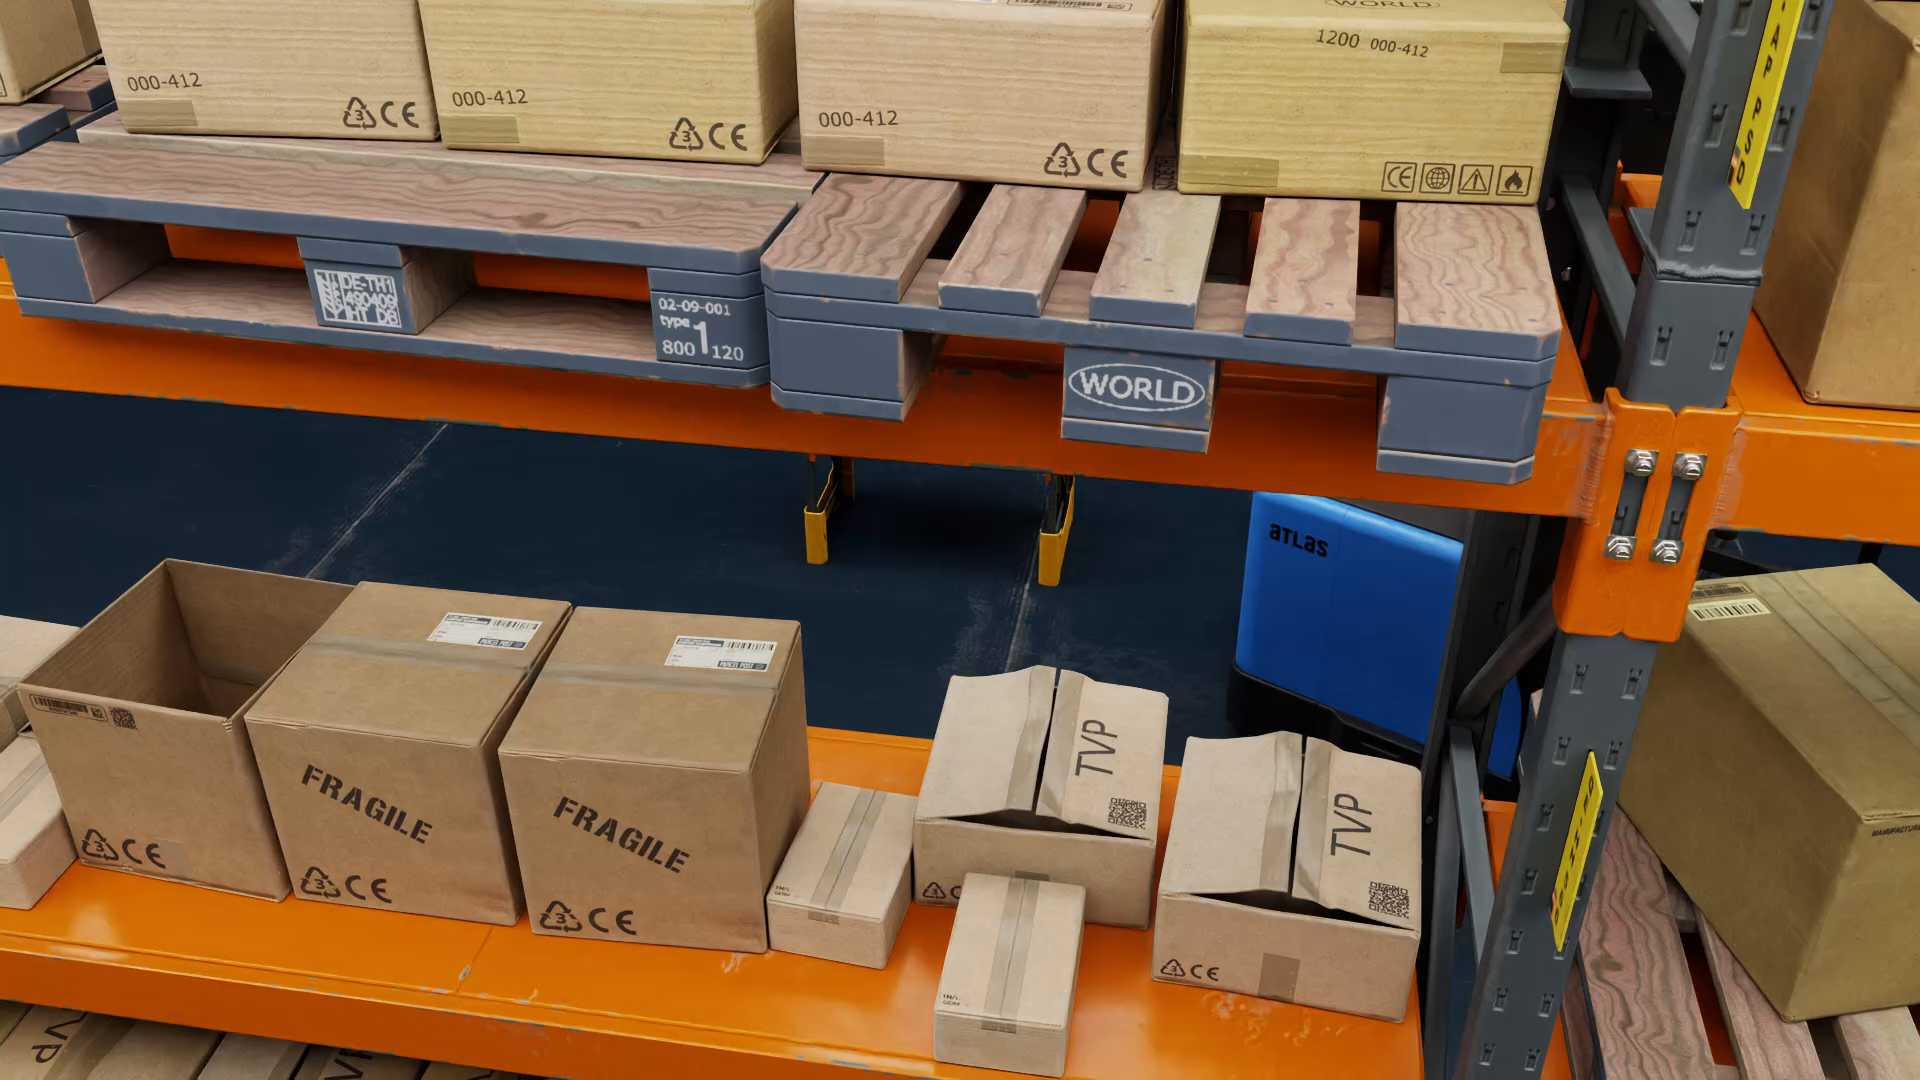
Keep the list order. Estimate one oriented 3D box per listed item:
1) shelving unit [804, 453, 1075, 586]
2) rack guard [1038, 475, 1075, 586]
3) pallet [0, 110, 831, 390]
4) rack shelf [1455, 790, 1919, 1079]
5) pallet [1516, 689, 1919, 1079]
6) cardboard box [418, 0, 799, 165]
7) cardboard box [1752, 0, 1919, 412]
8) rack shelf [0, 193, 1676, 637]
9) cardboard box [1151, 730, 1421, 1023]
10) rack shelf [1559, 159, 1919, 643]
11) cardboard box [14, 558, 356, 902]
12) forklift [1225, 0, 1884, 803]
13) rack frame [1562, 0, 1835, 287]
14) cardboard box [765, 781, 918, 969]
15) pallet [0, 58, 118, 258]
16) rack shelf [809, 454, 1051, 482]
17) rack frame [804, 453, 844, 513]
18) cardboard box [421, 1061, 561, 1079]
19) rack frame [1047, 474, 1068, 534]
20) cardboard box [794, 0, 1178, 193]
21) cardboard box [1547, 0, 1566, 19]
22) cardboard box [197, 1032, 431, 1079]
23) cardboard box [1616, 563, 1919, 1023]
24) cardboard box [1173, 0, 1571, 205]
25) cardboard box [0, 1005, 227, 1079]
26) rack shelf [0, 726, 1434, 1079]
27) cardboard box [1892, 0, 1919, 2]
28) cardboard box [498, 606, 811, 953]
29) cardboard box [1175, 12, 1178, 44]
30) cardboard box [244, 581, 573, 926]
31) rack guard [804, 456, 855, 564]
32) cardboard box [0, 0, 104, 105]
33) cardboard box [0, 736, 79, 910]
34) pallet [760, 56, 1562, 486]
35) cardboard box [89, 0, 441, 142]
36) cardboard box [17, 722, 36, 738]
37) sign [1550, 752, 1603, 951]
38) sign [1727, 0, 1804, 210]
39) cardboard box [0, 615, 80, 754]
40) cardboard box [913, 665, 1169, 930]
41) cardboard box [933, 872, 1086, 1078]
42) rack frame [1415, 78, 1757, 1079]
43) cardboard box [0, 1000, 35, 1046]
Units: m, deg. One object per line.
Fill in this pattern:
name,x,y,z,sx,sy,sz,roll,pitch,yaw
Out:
shelving unit,-0.075,-0.643,6.863,1.083,1.500,0.587,5,32,8
rack guard,0.416,-0.068,7.124,0.087,0.250,0.587,5,32,8
pallet,-0.750,-0.621,2.765,1.213,0.211,1.003,7,33,10
rack shelf,3.008,1.166,3.237,4.000,0.370,1.077,5,32,8
pallet,1.717,0.788,3.345,1.003,0.211,1.213,5,32,8
cardboard box,-0.502,-0.808,2.633,0.500,0.250,0.500,5,32,7
cardboard box,1.473,-0.610,2.475,0.500,0.500,0.910,5,32,8
rack shelf,-0.935,-0.462,3.012,4.000,0.370,1.077,5,32,8
cardboard box,0.686,0.665,3.444,0.500,0.311,0.500,7,33,11
rack shelf,3.008,-0.105,2.442,4.000,0.370,1.077,5,32,8
cardboard box,-1.632,0.408,3.677,0.500,0.500,0.500,7,33,12
forklift,2.462,-0.278,4.932,3.031,2.935,1.130,21,38,30
rack frame,1.037,-1.860,1.740,0.127,3.000,1.000,5,32,8
cardboard box,-0.230,0.705,3.533,0.250,0.149,0.380,8,33,12
pallet,-2.034,-0.793,3.042,1.217,0.209,0.805,4,32,6
rack shelf,-0.084,-0.491,6.960,1.000,0.185,0.538,5,32,8
rack frame,-0.585,-0.689,6.937,0.032,1.500,0.500,5,32,8
cardboard box,-1.025,1.379,3.886,0.500,0.311,0.500,6,33,10
rack frame,0.417,-0.598,6.792,0.032,1.500,0.500,5,32,8
cardboard box,0.060,-0.751,2.542,0.500,0.250,0.500,6,33,10
cardboard box,2.299,-2.225,6.877,0.500,0.250,0.500,6,33,9
cardboard box,-1.538,1.336,3.956,0.500,0.311,0.500,4,32,7
cardboard box,1.677,0.460,3.198,0.500,0.500,0.700,-5,32,-8
cardboard box,0.580,-0.714,2.482,0.500,0.250,0.500,3,32,5
cardboard box,-2.048,1.290,4.029,0.500,0.311,0.500,5,32,8
rack shelf,-0.935,0.809,3.808,4.000,0.370,1.077,5,32,8
cardboard box,1.466,-1.013,2.177,0.500,0.500,0.500,5,32,8
cardboard box,-0.620,0.499,3.531,0.500,0.500,0.500,3,32,6
cardboard box,0.846,-2.210,7.444,0.500,0.500,0.700,2,32,4
cardboard box,-1.139,0.452,3.606,0.500,0.500,0.500,5,32,8
rack guard,-0.566,-0.157,7.266,0.087,0.250,0.587,5,32,8
cardboard box,-1.758,-0.952,2.863,0.500,0.250,0.500,2,32,3
cardboard box,-2.067,0.618,3.672,0.250,0.149,0.380,5,32,8
pallet,0.353,-0.522,2.608,1.003,0.211,1.213,7,33,10
cardboard box,-1.032,-0.857,2.711,0.500,0.250,0.500,3,32,4
cardboard box,-2.008,0.365,3.966,0.258,0.266,0.396,4,32,7
sign,0.947,0.483,2.560,0.005,0.325,0.100,5,32,8
sign,0.935,-0.552,1.915,0.005,0.325,0.100,5,32,8
cardboard box,-2.413,0.411,3.908,0.500,0.250,0.500,7,33,11
cardboard box,0.188,0.540,3.645,0.500,0.311,0.500,5,32,8
cardboard box,0.104,0.854,3.296,0.250,0.149,0.380,5,32,8
rack frame,1.037,0.683,3.332,0.127,3.000,1.000,5,32,8
cardboard box,-2.541,1.243,4.104,0.500,0.311,0.500,5,32,8
